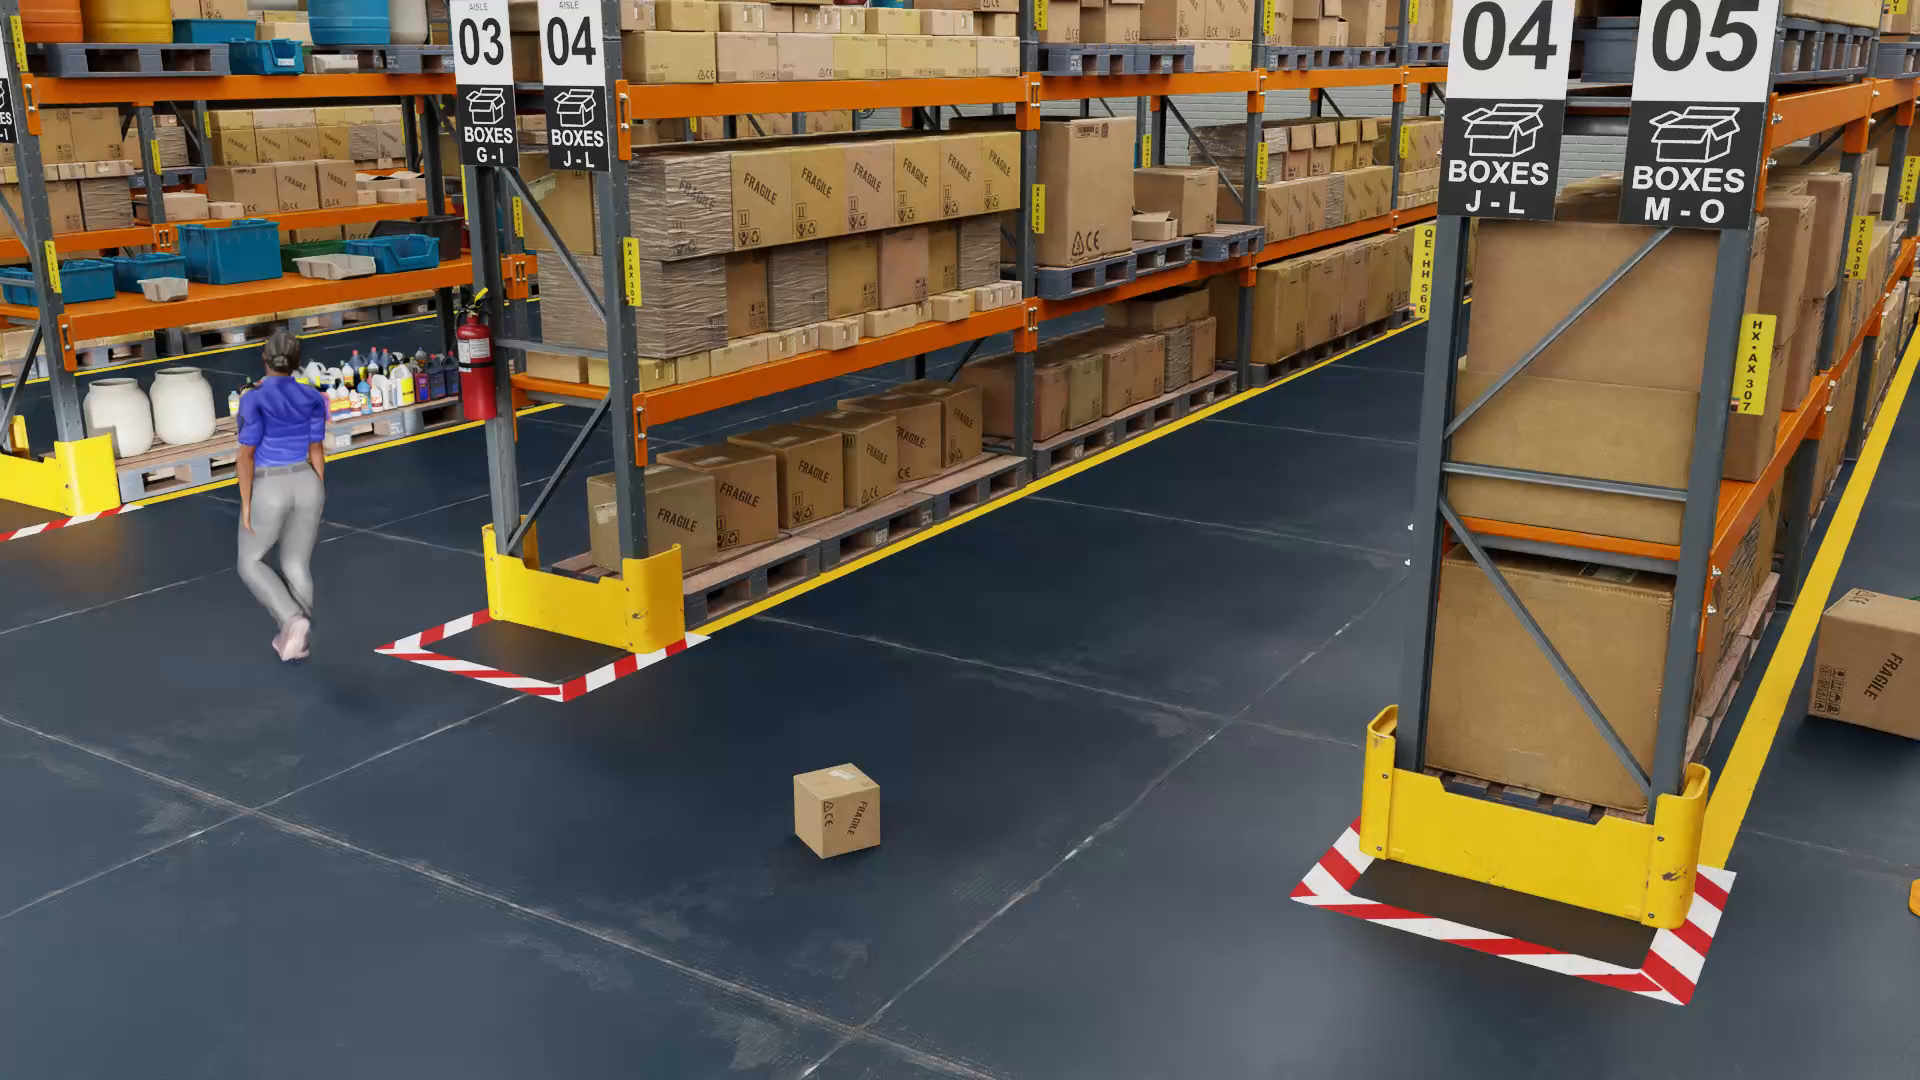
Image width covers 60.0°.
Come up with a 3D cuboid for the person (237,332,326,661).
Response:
[{"bbox_3d":[-3.312,-0.202,8.187,0.511,1.633,0.462,14,21,40],"label":"person"}]
